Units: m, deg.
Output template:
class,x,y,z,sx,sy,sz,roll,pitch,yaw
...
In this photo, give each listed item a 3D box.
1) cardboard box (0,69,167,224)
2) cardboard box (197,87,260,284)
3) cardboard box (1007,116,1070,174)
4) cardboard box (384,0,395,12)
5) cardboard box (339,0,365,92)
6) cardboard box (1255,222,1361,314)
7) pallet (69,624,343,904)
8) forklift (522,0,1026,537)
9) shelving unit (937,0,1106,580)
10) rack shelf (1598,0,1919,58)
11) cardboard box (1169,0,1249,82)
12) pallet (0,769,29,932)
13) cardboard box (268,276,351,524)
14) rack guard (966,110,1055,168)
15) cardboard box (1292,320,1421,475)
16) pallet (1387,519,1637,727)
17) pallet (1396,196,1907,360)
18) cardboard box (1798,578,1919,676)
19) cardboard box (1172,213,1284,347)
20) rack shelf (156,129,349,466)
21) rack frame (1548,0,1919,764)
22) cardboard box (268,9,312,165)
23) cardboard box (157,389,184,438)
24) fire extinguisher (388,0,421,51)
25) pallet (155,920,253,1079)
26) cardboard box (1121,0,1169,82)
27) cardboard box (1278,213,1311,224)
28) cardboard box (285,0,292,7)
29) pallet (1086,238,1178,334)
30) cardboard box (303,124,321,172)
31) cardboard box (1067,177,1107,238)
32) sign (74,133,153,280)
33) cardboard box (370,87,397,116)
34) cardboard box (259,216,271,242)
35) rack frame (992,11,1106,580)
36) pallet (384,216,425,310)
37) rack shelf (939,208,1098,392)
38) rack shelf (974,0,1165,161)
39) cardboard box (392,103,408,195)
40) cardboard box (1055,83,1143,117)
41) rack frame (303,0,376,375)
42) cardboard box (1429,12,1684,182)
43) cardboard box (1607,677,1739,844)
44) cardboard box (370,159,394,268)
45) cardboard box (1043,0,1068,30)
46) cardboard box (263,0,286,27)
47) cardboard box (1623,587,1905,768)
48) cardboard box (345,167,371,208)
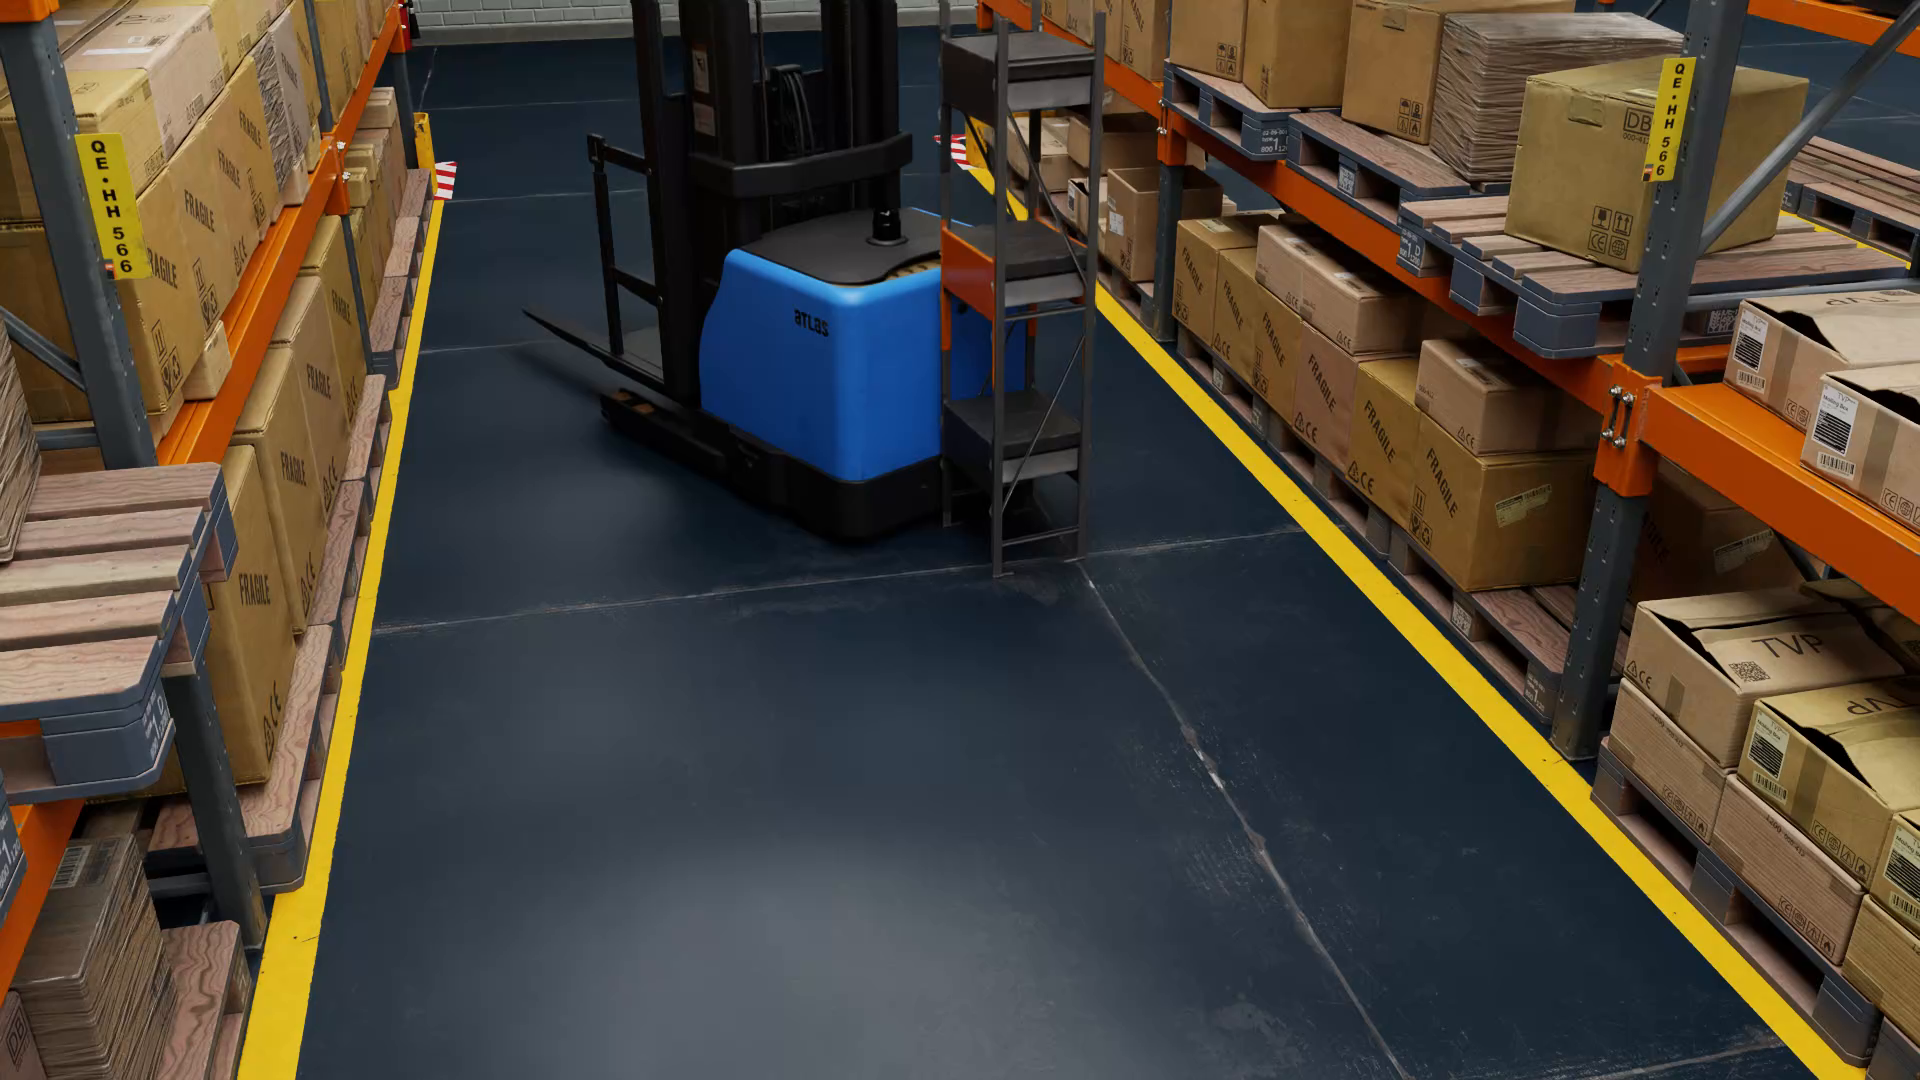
class,x,y,z,sx,sy,sz,roll,pitch,yaw
cardboard box,-2.259,-0.954,4.015,0.500,0.250,0.500,-5,27,-10
cardboard box,-2.481,-1.069,5.075,0.500,0.500,0.500,-6,27,-12
cardboard box,0.580,-2.693,11.320,0.500,0.250,0.500,-6,27,-12
cardboard box,-4.080,-3.617,10.255,0.980,0.700,0.700,-5,27,-9
cardboard box,-3.568,-2.645,8.329,0.980,0.700,0.700,-7,28,-13
cardboard box,1.619,-1.194,7.241,0.500,0.250,0.500,-6,27,-11
pallet,-2.506,0.697,5.135,1.003,0.211,1.213,-6,27,-12
forklift,-1.030,-1.903,7.267,1.130,2.935,3.031,-22,34,-36
shelving unit,0.212,-0.923,6.249,0.431,2.100,0.503,-11,29,-21
rack shelf,5.898,-3.513,11.180,1.077,0.370,4.000,-6,27,-12
cardboard box,1.411,-2.456,7.711,0.700,0.500,0.500,-16,31,-29
pallet,-1.916,0.756,2.136,1.003,0.211,1.213,-6,27,-12
cardboard box,-2.827,-0.516,6.363,0.750,0.750,0.750,-5,27,-10
rack guard,0.638,-3.062,12.261,1.175,0.500,0.348,-6,27,-12
cardboard box,1.744,-0.623,6.942,0.500,0.500,0.500,-7,28,-14
pallet,2.292,0.214,6.091,1.003,0.211,1.213,-6,27,-12
pallet,2.203,-0.904,5.425,1.213,0.211,1.003,-6,27,-12
cardboard box,2.782,0.296,4.799,0.500,0.311,0.500,-5,27,-10
cardboard box,1.394,-1.298,8.279,0.500,0.500,0.500,-7,28,-14
rack shelf,-2.852,-0.751,5.708,1.077,0.370,4.000,-6,27,-12
rack frame,2.424,-0.699,4.806,1.000,3.000,0.127,-6,27,-12
cardboard box,-2.829,-1.737,6.399,0.500,0.500,0.500,-6,27,-11
cardboard box,-2.298,-0.371,4.412,0.380,0.149,0.250,-6,27,-11
fire extinguisher,-3.789,-3.618,11.090,0.296,0.674,0.183,-6,27,-12
pallet,-2.227,1.394,3.755,1.003,0.211,1.213,-6,27,-12
cardboard box,1.160,-2.693,8.646,0.500,0.500,0.500,-6,27,-11
cardboard box,1.913,-1.348,8.378,0.500,0.500,0.500,-6,27,-12
cardboard box,-2.949,-2.292,6.667,0.500,0.250,0.500,-5,27,-10
pallet,1.369,-1.512,9.511,1.003,0.211,1.213,-6,27,-12
cardboard box,-2.871,-1.619,6.885,0.380,0.149,0.250,-5,27,-11
cardboard box,0.949,-2.002,9.883,0.500,0.311,0.500,-6,27,-12
sign,-1.875,-0.735,3.680,0.100,0.325,0.005,-6,27,-12
cardboard box,-3.743,-2.733,10.423,0.380,0.149,0.250,-6,27,-12
cardboard box,-2.707,-1.165,5.986,0.380,0.149,0.250,-7,28,-13
rack frame,0.310,-0.823,6.049,0.400,2.100,0.015,-11,29,-21
pallet,-3.677,-1.584,9.654,1.003,0.211,1.213,-6,27,-12
rack shelf,0.212,-0.911,6.255,0.431,0.518,0.480,-11,29,-21
rack shelf,1.072,-3.012,10.187,1.077,0.370,4.000,-6,27,-12
cardboard box,-3.949,-2.481,10.644,0.700,0.500,0.500,-6,27,-12
cardboard box,0.984,-3.078,11.805,0.500,0.500,0.500,-6,27,-12
rack frame,-3.303,-1.950,7.285,1.000,3.000,0.127,-6,27,-12
cardboard box,2.152,-1.617,6.048,0.700,0.500,0.500,-1,27,-2
cardboard box,2.256,0.601,4.816,0.500,0.250,0.500,-6,27,-12
cardboard box,-3.595,-1.807,9.309,0.700,0.500,0.500,-5,27,-10
cardboard box,0.807,-3.368,9.983,0.500,0.500,0.500,-6,27,-11
cardboard box,-2.843,-2.067,6.221,0.500,0.250,0.500,-5,27,-10
cardboard box,2.256,0.350,4.690,0.500,0.311,0.500,-5,27,-10
cardboard box,-3.271,-1.819,8.613,0.380,0.149,0.250,-5,27,-10
